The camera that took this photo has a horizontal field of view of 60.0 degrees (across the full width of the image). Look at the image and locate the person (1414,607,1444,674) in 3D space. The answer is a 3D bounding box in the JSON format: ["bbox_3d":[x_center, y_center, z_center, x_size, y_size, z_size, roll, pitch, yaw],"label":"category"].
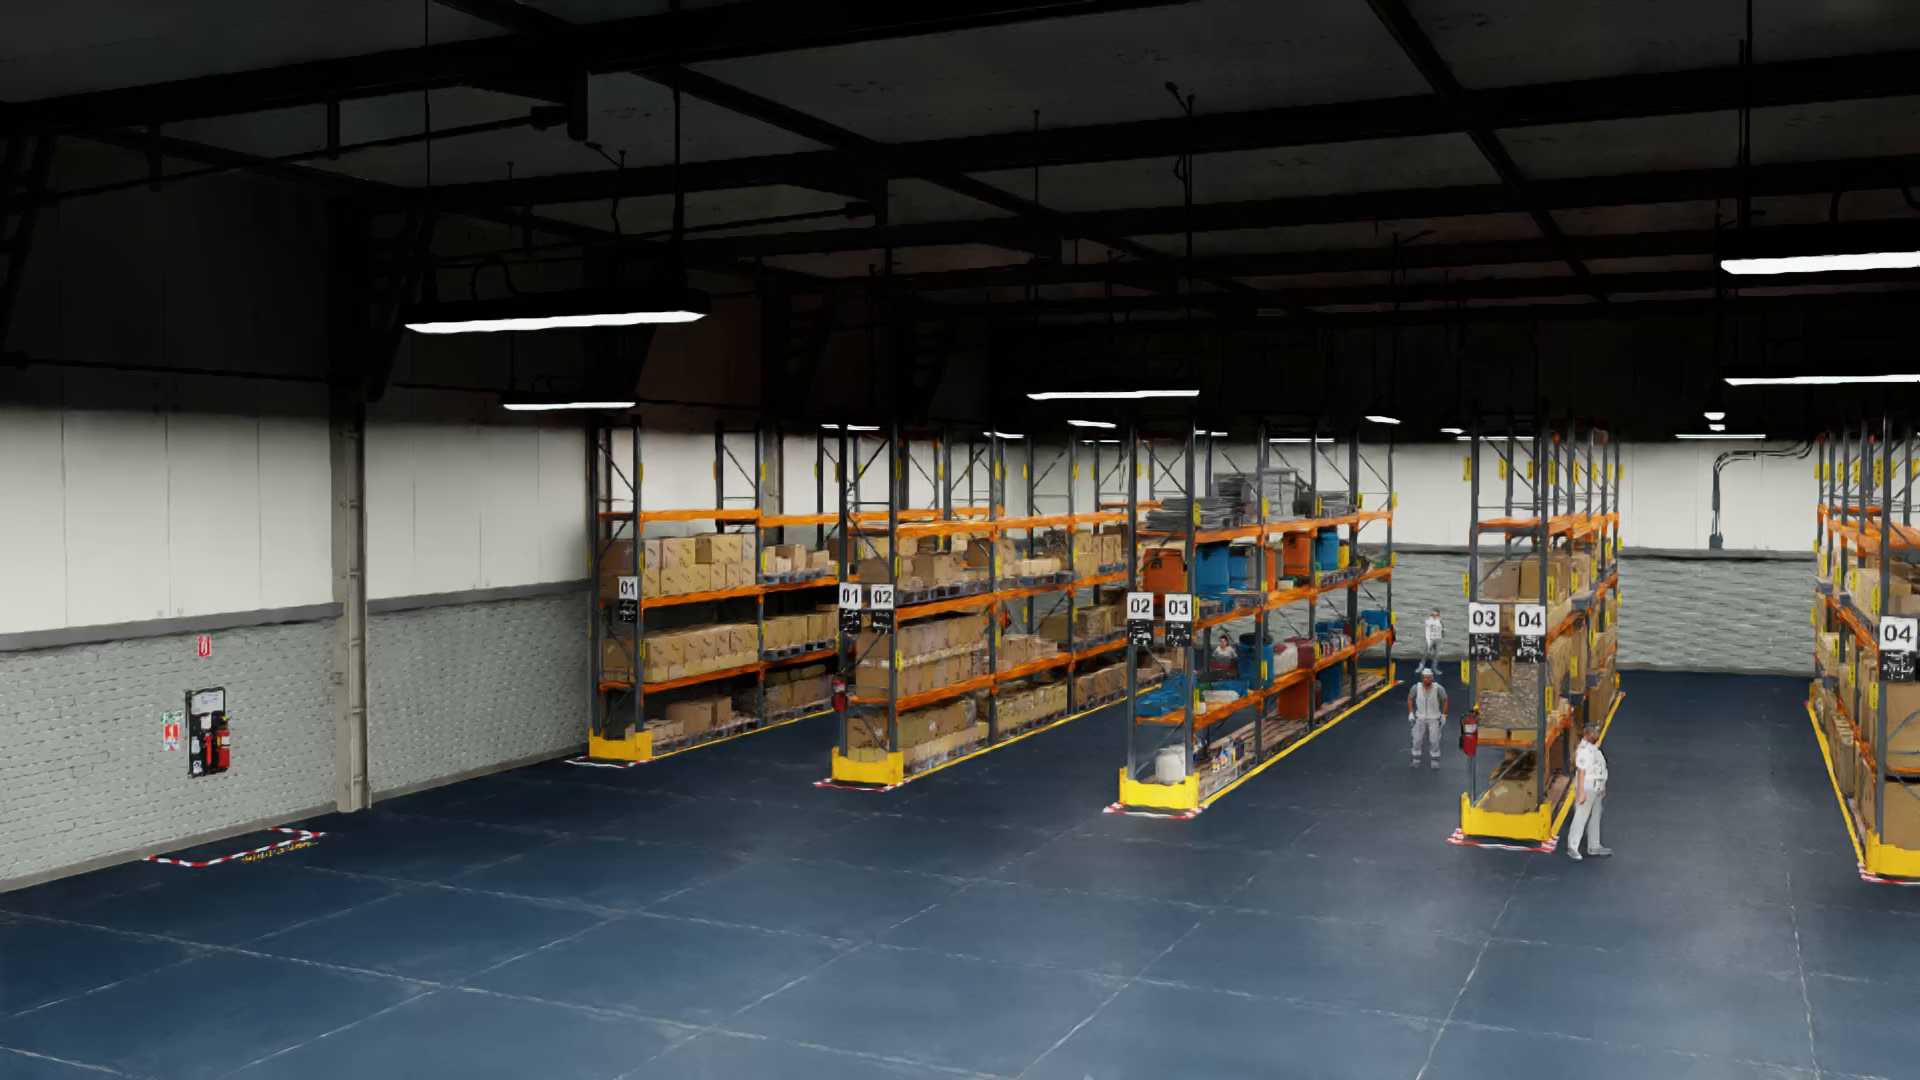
[{"bbox_3d":[11.622,2.483,41.200,0.666,1.669,0.470,-1,3,-20],"label":"person"}]

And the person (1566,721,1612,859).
[{"bbox_3d":[8.161,3.229,21.590,0.471,1.758,0.687,2,3,35],"label":"person"}]

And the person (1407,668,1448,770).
[{"bbox_3d":[7.819,2.993,27.861,0.663,1.742,0.552,1,3,23],"label":"person"}]

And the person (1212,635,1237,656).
[{"bbox_3d":[5.521,2.774,34.651,0.580,1.617,0.503,1,3,23],"label":"person"}]
